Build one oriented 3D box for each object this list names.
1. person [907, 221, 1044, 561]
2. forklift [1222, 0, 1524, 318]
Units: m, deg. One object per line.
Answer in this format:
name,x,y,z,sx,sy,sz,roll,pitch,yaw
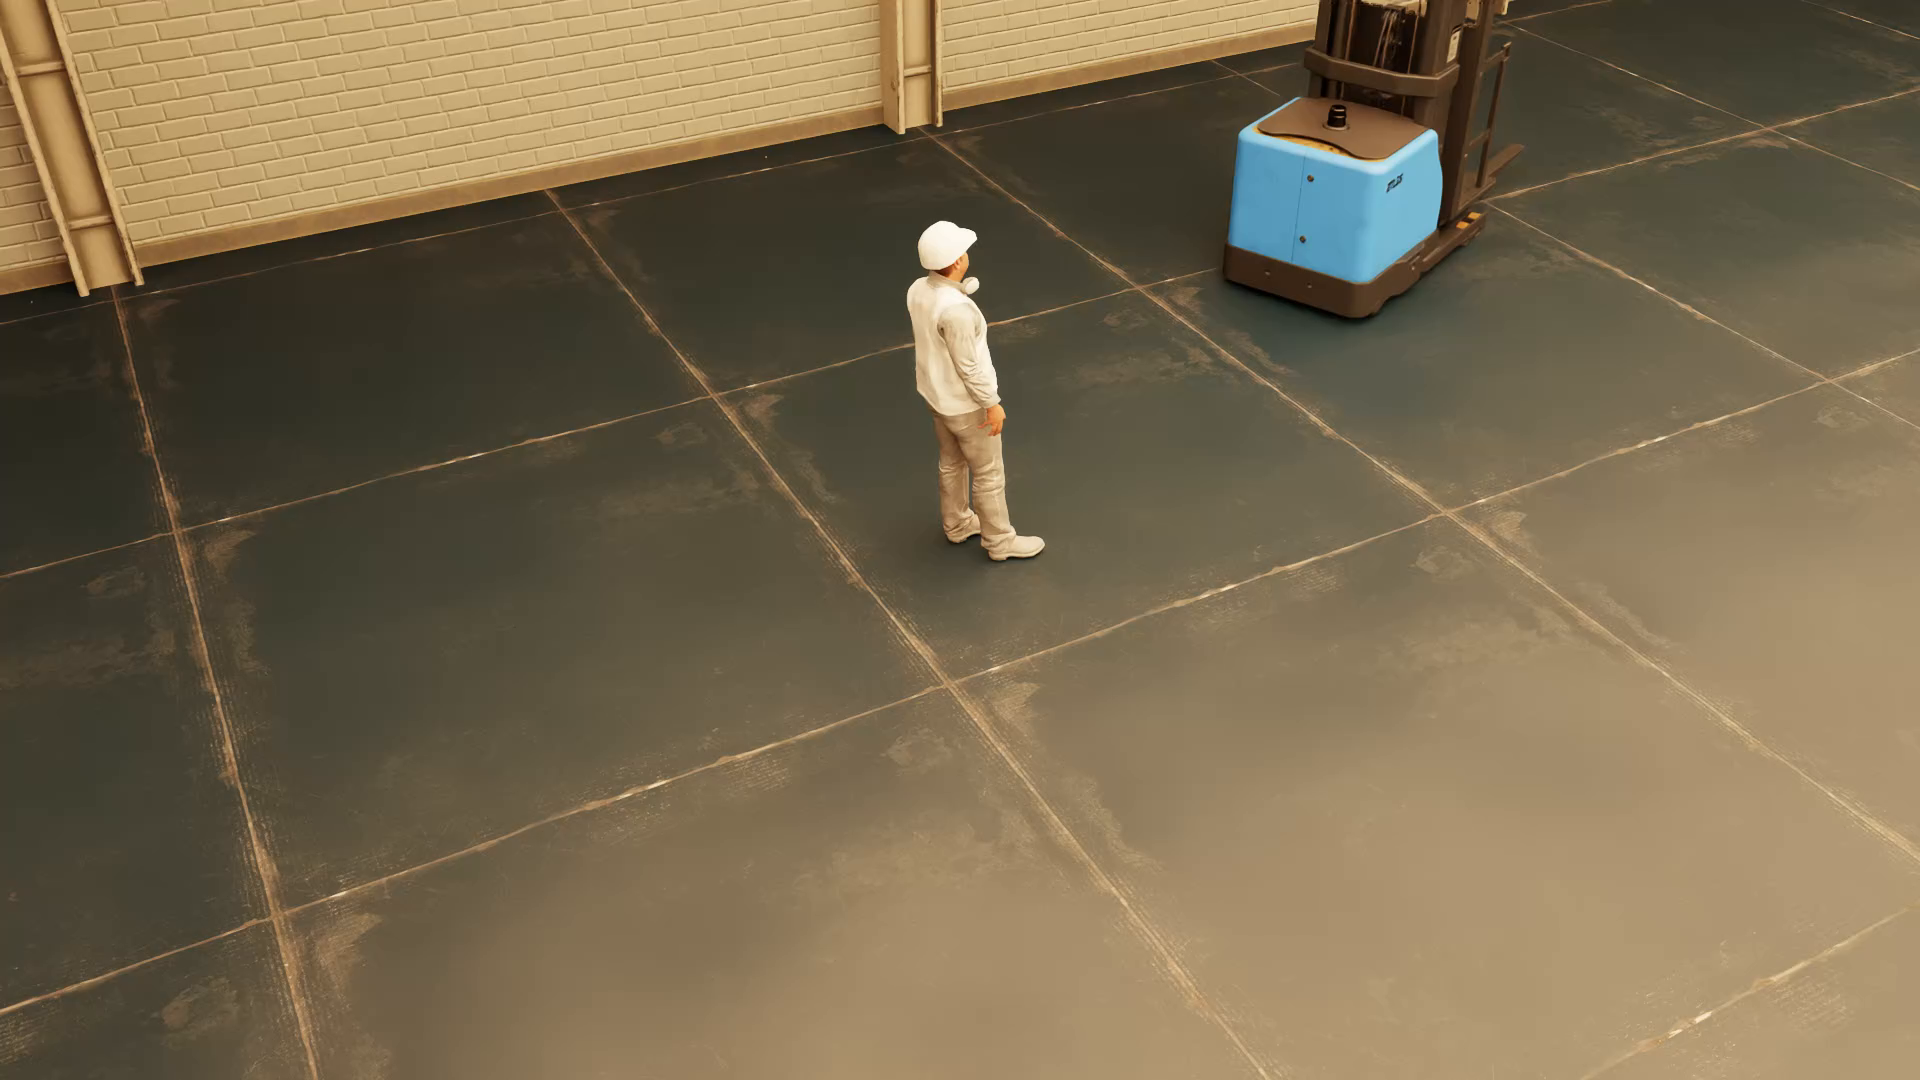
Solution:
person,0.058,-0.743,8.164,0.568,1.773,0.632,-17,39,-23
forklift,3.035,-3.394,10.925,1.130,2.935,3.031,24,42,30
